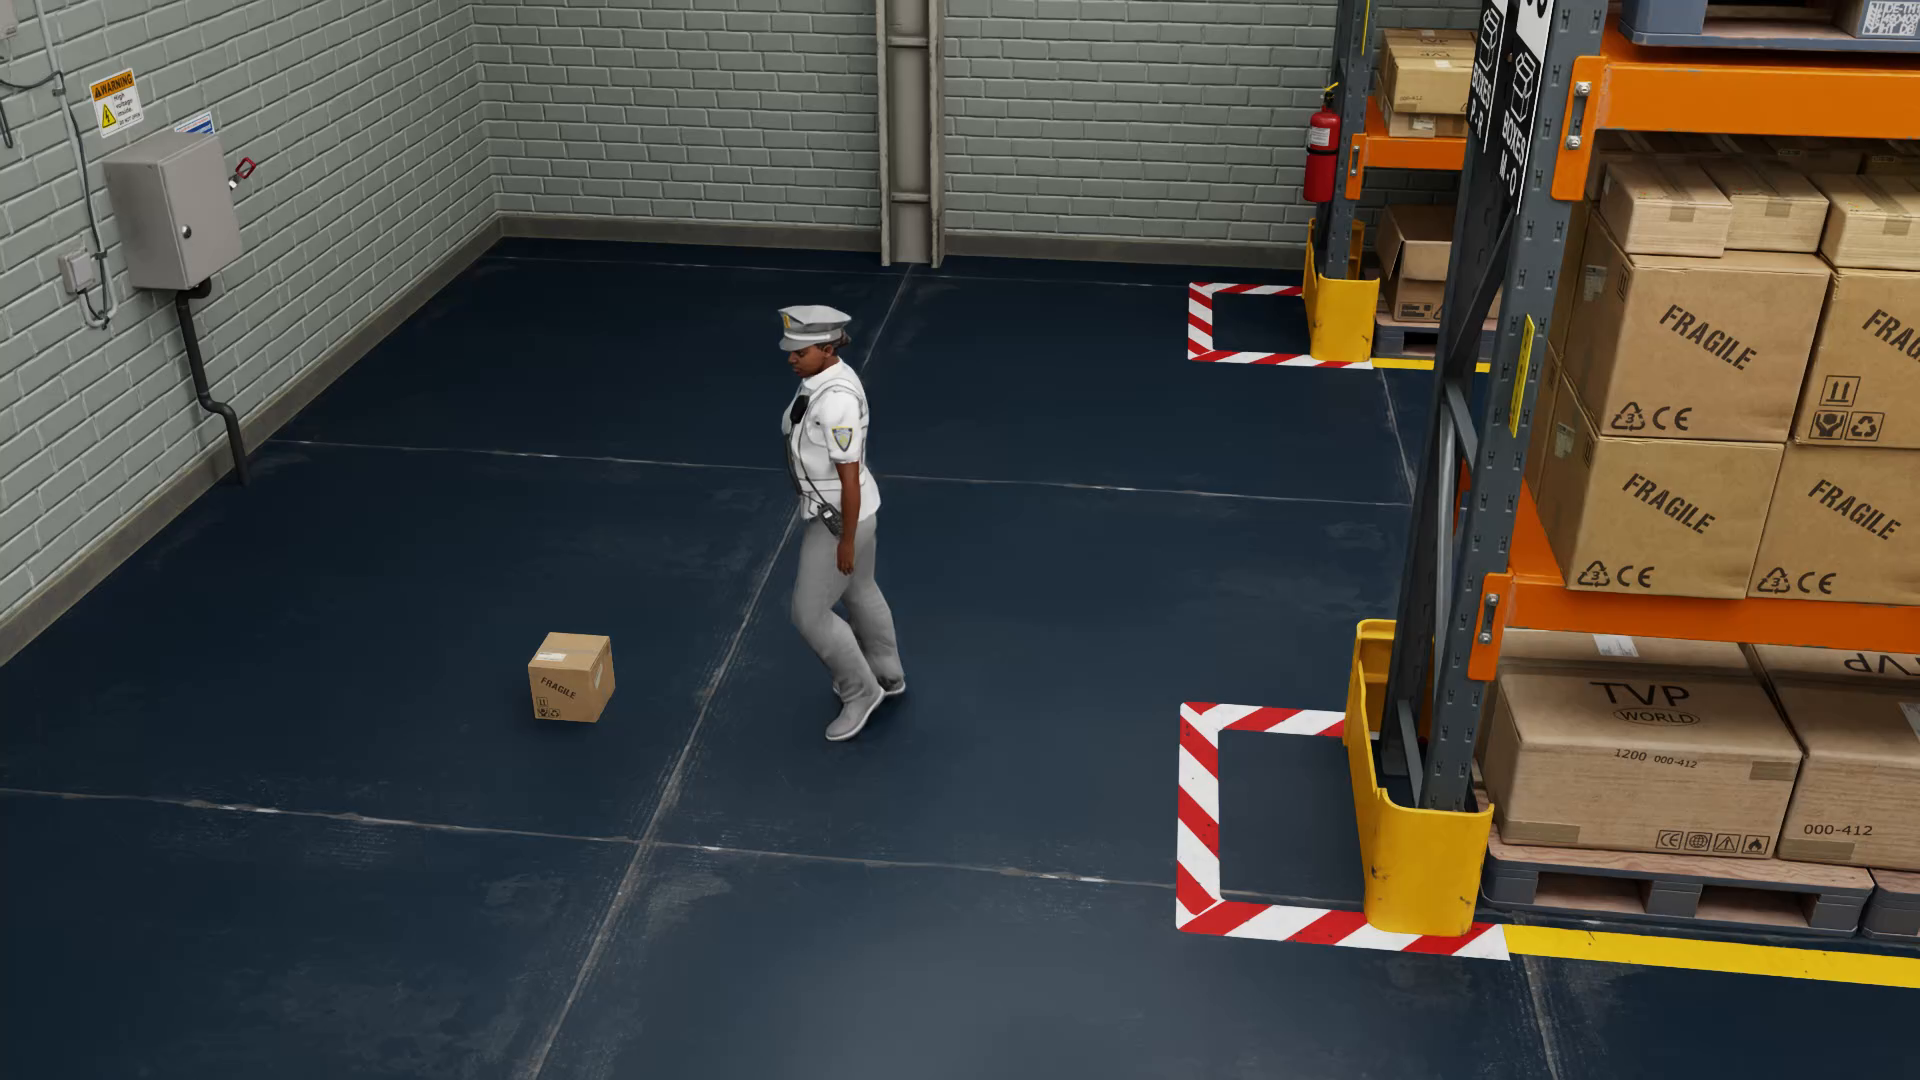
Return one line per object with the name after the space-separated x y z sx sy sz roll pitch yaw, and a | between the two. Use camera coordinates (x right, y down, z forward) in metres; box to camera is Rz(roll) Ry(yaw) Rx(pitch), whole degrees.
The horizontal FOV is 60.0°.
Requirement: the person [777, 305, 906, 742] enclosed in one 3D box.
-0.433 -0.075 6.248 0.439 1.680 0.521 -3 29 -5 | person
